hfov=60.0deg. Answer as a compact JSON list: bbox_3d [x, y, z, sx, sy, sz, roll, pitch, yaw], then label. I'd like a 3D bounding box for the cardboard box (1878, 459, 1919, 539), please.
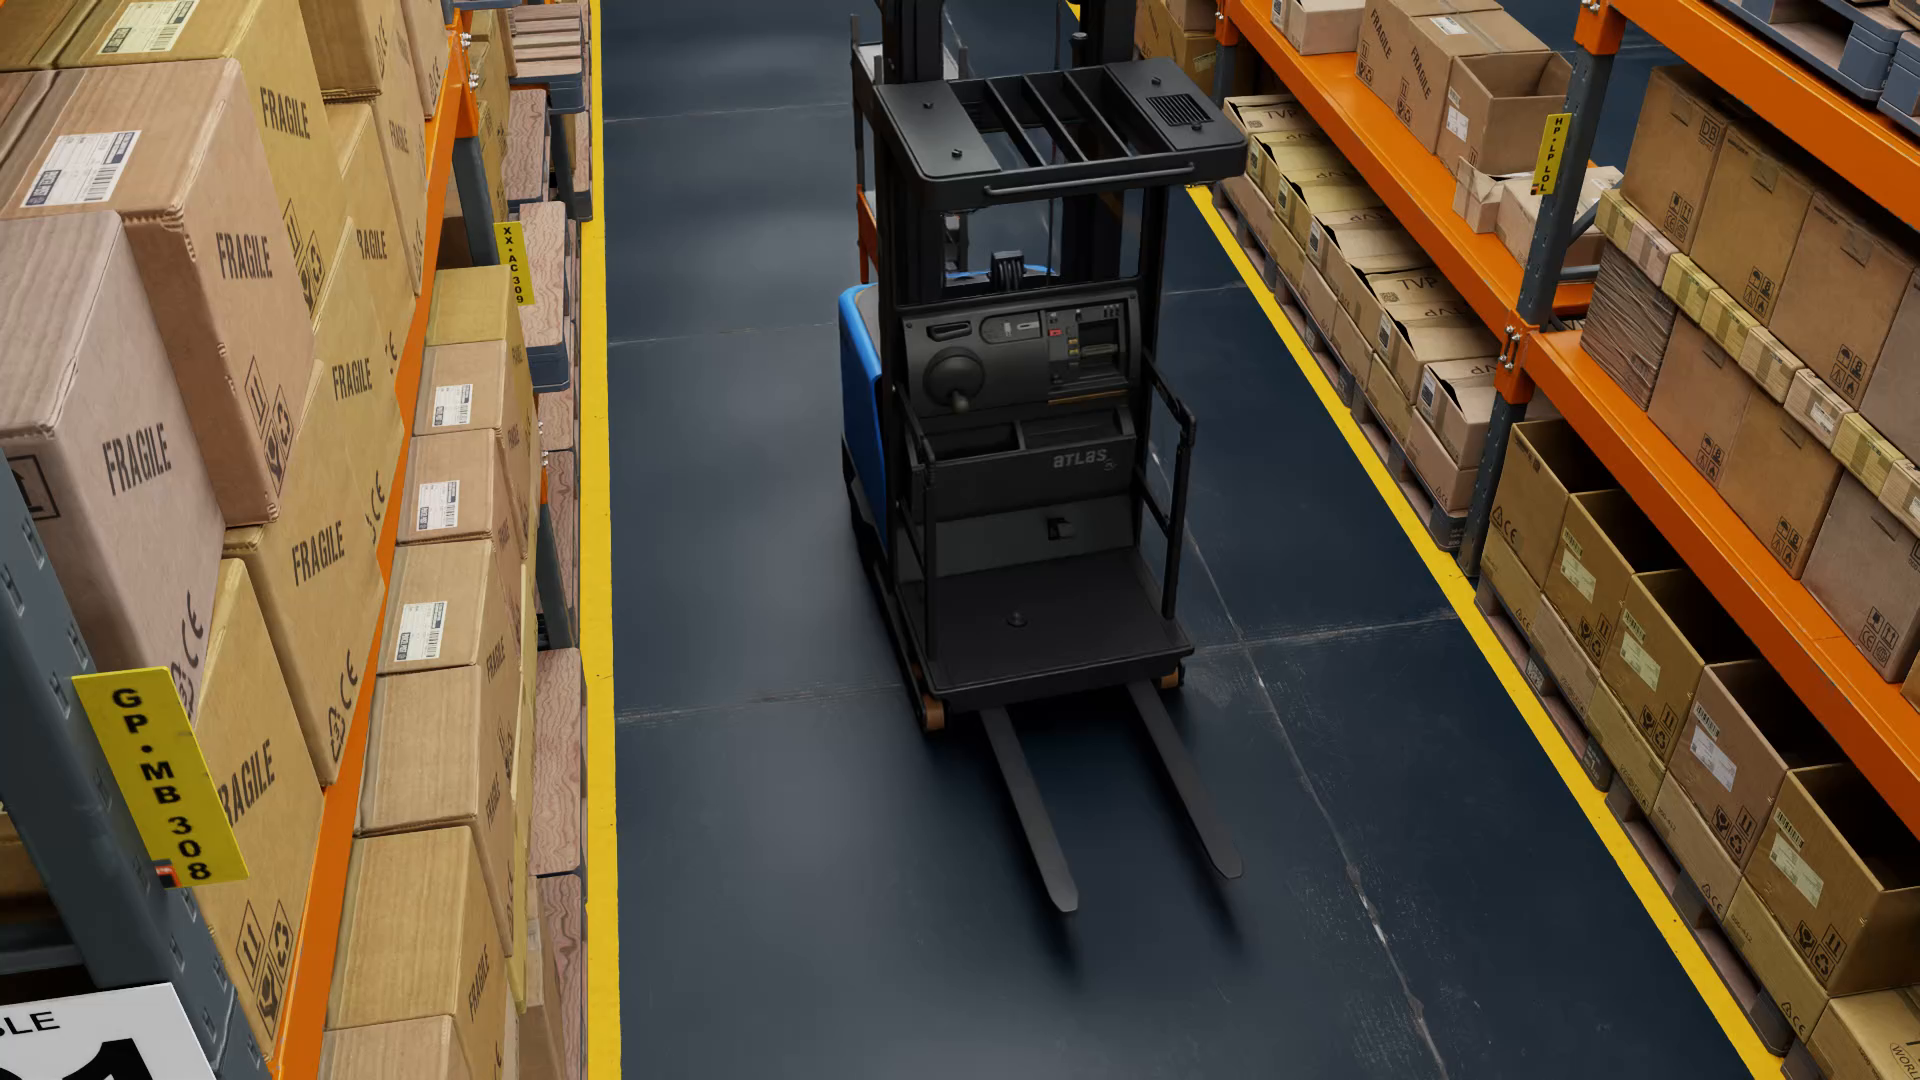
[{"bbox_3d":[2.947,-0.125,4.855,0.380,0.149,0.250,-7,38,-9],"label":"cardboard box"}]

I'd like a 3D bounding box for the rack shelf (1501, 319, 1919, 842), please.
[{"bbox_3d":[3.125,0.394,5.384,1.077,0.370,4.000,-6,38,-8],"label":"rack shelf"}]

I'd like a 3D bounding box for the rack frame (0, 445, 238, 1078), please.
[{"bbox_3d":[-1.401,-0.516,1.079,1.000,3.000,0.127,-6,38,-8],"label":"rack frame"}]

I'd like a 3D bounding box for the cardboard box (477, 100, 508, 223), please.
[{"bbox_3d":[-2.249,-1.426,6.700,0.700,0.500,0.500,-3,38,-3],"label":"cardboard box"}]

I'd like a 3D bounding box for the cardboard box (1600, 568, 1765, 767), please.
[{"bbox_3d":[2.723,0.444,6.022,0.500,0.500,0.500,-6,38,-8],"label":"cardboard box"}]

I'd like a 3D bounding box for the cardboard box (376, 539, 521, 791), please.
[{"bbox_3d":[-1.452,0.365,4.330,0.500,0.500,0.500,-5,38,-7],"label":"cardboard box"}]

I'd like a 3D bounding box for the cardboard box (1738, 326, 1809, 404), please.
[{"bbox_3d":[2.811,-0.594,5.459,0.380,0.149,0.250,-7,38,-9],"label":"cardboard box"}]

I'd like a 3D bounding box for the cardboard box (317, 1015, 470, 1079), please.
[{"bbox_3d":[-1.189,1.287,3.143,0.500,0.500,0.500,-6,38,-8],"label":"cardboard box"}]

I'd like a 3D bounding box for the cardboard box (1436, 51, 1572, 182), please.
[{"bbox_3d":[2.563,-1.921,7.697,0.500,0.500,0.500,-4,38,-5],"label":"cardboard box"}]

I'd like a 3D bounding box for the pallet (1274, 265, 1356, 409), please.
[{"bbox_3d":[2.389,-1.176,9.092,1.003,0.211,1.213,-6,38,-8],"label":"pallet"}]

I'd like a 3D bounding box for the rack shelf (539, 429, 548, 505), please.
[{"bbox_3d":[-1.751,0.929,4.696,1.077,0.370,4.000,-6,38,-8],"label":"rack shelf"}]

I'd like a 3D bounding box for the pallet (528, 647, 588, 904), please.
[{"bbox_3d":[-1.949,0.940,6.368,1.003,0.211,1.213,-6,38,-8],"label":"pallet"}]

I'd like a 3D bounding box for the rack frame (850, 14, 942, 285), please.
[{"bbox_3d":[-0.286,-1.504,7.975,0.400,2.100,0.015,-9,39,-11],"label":"rack frame"}]

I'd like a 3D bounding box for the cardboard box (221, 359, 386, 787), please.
[{"bbox_3d":[-1.272,0.064,2.680,0.500,0.500,0.500,-4,38,-5],"label":"cardboard box"}]

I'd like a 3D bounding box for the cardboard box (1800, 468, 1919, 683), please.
[{"bbox_3d":[3.132,0.060,5.146,0.700,0.500,0.500,-5,38,-7],"label":"cardboard box"}]

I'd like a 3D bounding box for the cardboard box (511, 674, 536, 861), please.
[{"bbox_3d":[-1.449,0.649,4.575,0.500,0.250,0.500,-6,38,-8],"label":"cardboard box"}]

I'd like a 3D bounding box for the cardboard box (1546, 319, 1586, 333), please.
[{"bbox_3d":[2.865,-0.979,8.007,0.500,0.311,0.500,-7,38,-8],"label":"cardboard box"}]

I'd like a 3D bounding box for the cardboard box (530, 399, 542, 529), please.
[{"bbox_3d":[-1.721,-0.258,5.743,0.500,0.250,0.500,-6,38,-8],"label":"cardboard box"}]

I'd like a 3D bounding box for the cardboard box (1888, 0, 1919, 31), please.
[{"bbox_3d":[2.939,-1.536,4.297,0.797,0.503,0.637,-2,38,-3],"label":"cardboard box"}]

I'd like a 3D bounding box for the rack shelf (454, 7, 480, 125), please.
[{"bbox_3d":[-2.453,-2.672,6.885,1.077,0.370,4.000,-6,38,-8],"label":"rack shelf"}]

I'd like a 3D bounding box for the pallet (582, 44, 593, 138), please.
[{"bbox_3d":[-3.078,-3.098,11.565,1.003,0.211,1.213,-6,38,-8],"label":"pallet"}]

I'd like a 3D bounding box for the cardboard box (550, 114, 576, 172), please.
[{"bbox_3d":[-2.803,-2.754,10.260,0.750,0.750,0.750,-7,38,-9],"label":"cardboard box"}]

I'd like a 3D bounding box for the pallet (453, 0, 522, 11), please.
[{"bbox_3d":[-2.105,-2.058,5.662,1.213,0.211,1.003,-6,38,-8],"label":"pallet"}]

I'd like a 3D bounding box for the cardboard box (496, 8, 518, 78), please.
[{"bbox_3d":[-2.586,-2.575,8.179,0.700,0.500,0.500,-10,39,-12],"label":"cardboard box"}]

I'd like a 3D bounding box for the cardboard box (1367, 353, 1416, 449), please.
[{"bbox_3d":[2.329,-0.703,8.109,0.500,0.250,0.500,-7,38,-9],"label":"cardboard box"}]

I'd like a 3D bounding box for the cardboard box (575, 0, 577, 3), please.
[{"bbox_3d":[-3.263,-4.333,12.293,0.750,0.750,0.750,-6,38,-7],"label":"cardboard box"}]

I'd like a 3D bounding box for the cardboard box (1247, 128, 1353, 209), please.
[{"bbox_3d":[1.976,-2.151,9.516,0.500,0.311,0.500,-7,38,-9],"label":"cardboard box"}]

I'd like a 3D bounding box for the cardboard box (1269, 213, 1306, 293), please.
[{"bbox_3d":[2.062,-1.629,9.301,0.500,0.250,0.500,-7,38,-9],"label":"cardboard box"}]

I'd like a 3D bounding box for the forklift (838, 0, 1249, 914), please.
[{"bbox_3d":[0.299,-0.646,6.193,1.130,2.935,3.031,-9,39,-11],"label":"forklift"}]

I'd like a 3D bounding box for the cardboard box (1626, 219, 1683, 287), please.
[{"bbox_3d":[2.675,-1.059,6.058,0.380,0.149,0.250,-6,38,-7],"label":"cardboard box"}]

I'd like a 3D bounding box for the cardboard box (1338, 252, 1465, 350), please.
[{"bbox_3d":[2.239,-1.229,8.328,0.500,0.311,0.500,-6,38,-8],"label":"cardboard box"}]

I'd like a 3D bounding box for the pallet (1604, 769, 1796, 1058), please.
[{"bbox_3d":[3.090,1.226,5.999,1.003,0.211,1.213,-6,38,-8],"label":"pallet"}]

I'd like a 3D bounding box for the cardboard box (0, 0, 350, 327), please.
[{"bbox_3d":[-1.368,-0.649,2.783,0.500,0.500,0.500,-5,38,-7],"label":"cardboard box"}]

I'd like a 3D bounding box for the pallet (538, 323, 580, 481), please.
[{"bbox_3d":[-2.457,-0.670,8.441,1.003,0.211,1.213,-6,38,-8],"label":"pallet"}]

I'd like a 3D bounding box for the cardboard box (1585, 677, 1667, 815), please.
[{"bbox_3d":[2.722,0.740,6.252,0.500,0.250,0.500,-6,38,-8],"label":"cardboard box"}]

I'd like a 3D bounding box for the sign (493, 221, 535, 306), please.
[{"bbox_3d":[-1.569,-0.968,5.845,0.100,0.325,0.005,-6,38,-8],"label":"sign"}]

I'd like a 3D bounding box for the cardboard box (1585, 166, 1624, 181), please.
[{"bbox_3d":[2.820,-1.556,7.513,0.380,0.149,0.250,-6,38,-8],"label":"cardboard box"}]

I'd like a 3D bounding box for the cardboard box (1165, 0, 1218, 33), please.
[{"bbox_3d":[1.664,-3.570,10.968,0.500,0.250,0.500,-5,38,-6],"label":"cardboard box"}]

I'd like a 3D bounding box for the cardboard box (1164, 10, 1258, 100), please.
[{"bbox_3d":[1.678,-3.240,11.155,0.500,0.500,0.500,-5,38,-6],"label":"cardboard box"}]

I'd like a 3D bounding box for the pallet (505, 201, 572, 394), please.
[{"bbox_3d":[-2.093,-0.965,6.703,1.003,0.211,1.213,-6,38,-8],"label":"pallet"}]

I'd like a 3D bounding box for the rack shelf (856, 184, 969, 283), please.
[{"bbox_3d":[-0.225,-1.348,7.796,0.431,0.518,0.480,-9,39,-11],"label":"rack shelf"}]

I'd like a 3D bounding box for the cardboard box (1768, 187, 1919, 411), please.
[{"bbox_3d":[3.035,-0.775,5.164,0.700,0.500,0.500,-6,38,-8],"label":"cardboard box"}]

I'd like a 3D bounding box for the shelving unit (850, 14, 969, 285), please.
[{"bbox_3d":[-0.225,-1.359,7.788,0.431,2.100,0.503,-9,39,-11],"label":"shelving unit"}]

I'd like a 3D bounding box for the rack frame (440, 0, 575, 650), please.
[{"bbox_3d":[-2.102,-0.563,6.030,1.000,3.000,0.127,-6,38,-8],"label":"rack frame"}]

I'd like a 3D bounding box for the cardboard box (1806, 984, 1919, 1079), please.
[{"bbox_3d":[2.991,1.645,5.086,0.500,0.250,0.500,-6,38,-8],"label":"cardboard box"}]

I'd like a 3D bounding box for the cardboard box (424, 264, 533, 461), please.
[{"bbox_3d":[-1.715,-0.556,5.515,0.500,0.500,0.500,-6,38,-8],"label":"cardboard box"}]

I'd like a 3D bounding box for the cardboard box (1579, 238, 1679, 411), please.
[{"bbox_3d":[2.858,-0.870,6.344,0.700,0.500,0.500,-7,38,-9],"label":"cardboard box"}]

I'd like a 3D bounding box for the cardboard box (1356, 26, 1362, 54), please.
[{"bbox_3d":[2.352,-2.651,8.922,0.380,0.149,0.250,-4,38,-5],"label":"cardboard box"}]

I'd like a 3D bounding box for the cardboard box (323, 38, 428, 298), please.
[{"bbox_3d":[-1.560,-0.879,3.894,0.500,0.500,0.500,-8,38,-10],"label":"cardboard box"}]
